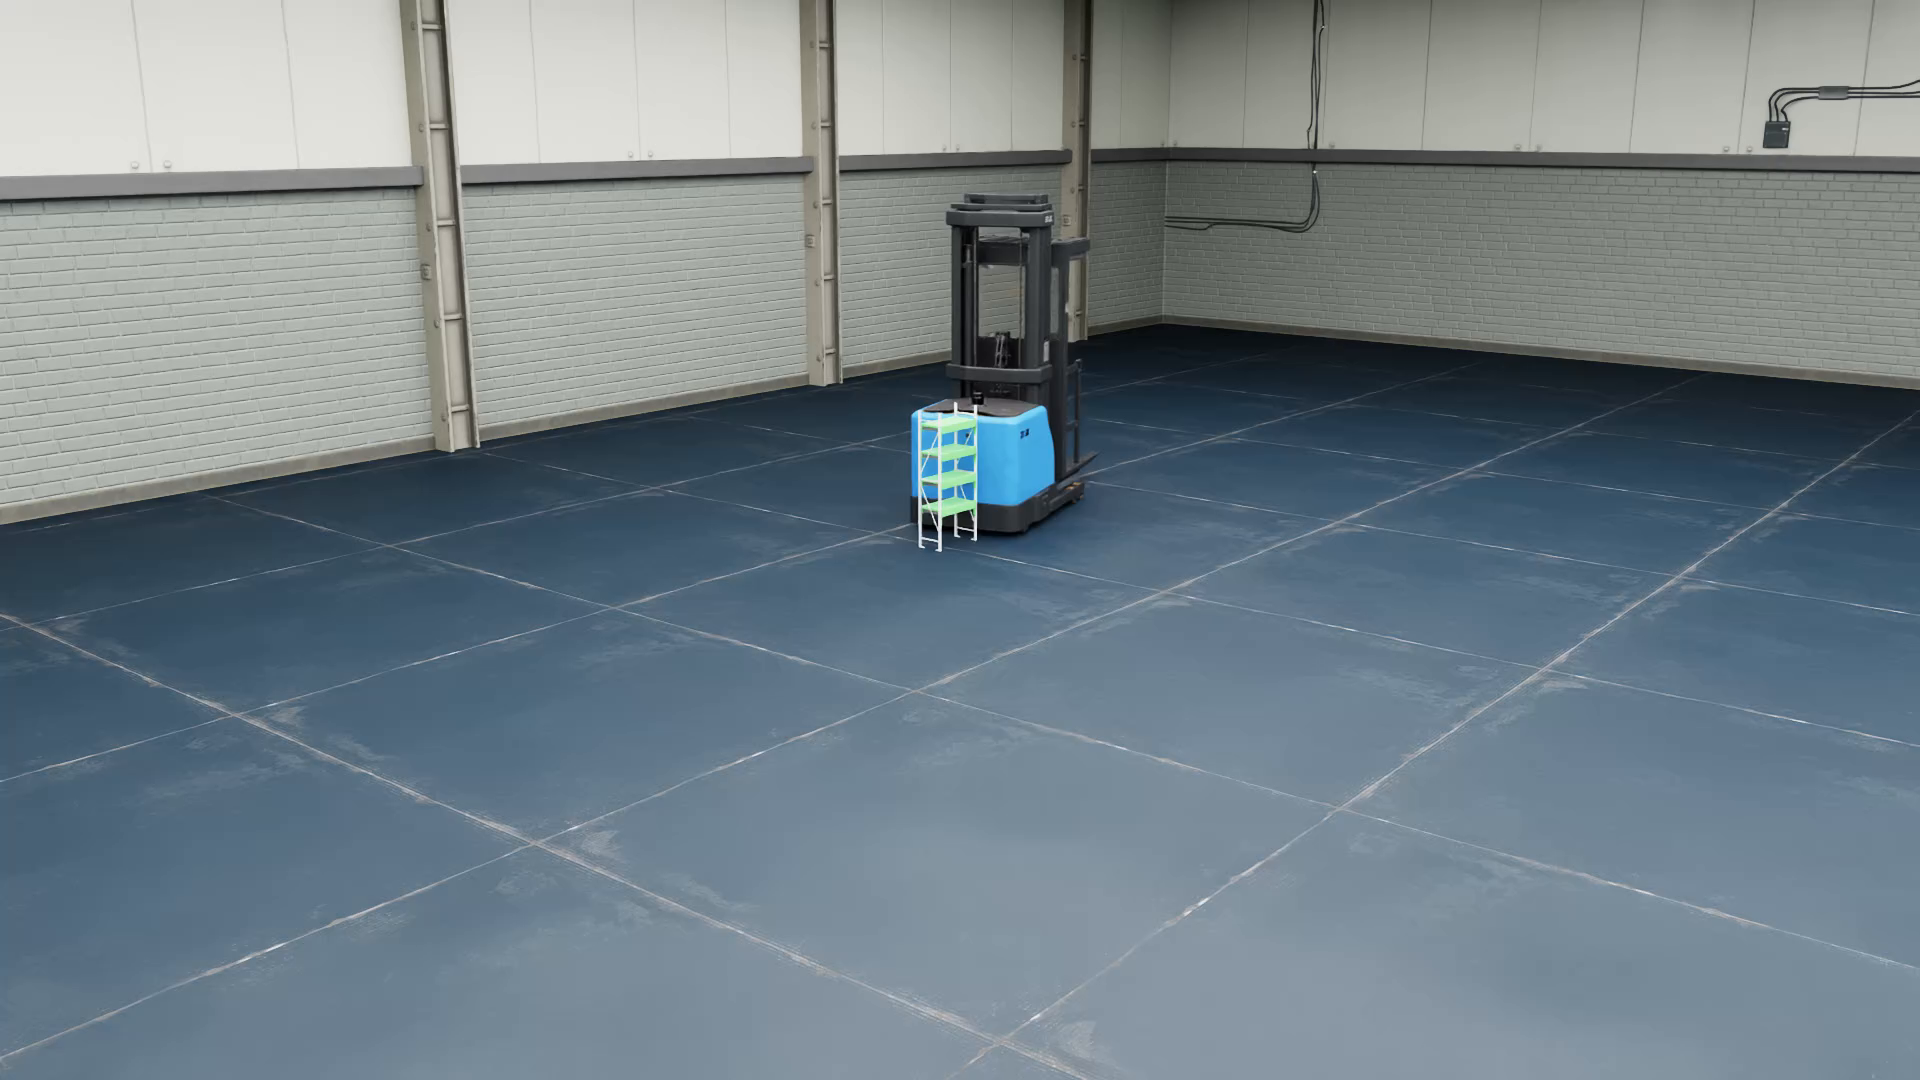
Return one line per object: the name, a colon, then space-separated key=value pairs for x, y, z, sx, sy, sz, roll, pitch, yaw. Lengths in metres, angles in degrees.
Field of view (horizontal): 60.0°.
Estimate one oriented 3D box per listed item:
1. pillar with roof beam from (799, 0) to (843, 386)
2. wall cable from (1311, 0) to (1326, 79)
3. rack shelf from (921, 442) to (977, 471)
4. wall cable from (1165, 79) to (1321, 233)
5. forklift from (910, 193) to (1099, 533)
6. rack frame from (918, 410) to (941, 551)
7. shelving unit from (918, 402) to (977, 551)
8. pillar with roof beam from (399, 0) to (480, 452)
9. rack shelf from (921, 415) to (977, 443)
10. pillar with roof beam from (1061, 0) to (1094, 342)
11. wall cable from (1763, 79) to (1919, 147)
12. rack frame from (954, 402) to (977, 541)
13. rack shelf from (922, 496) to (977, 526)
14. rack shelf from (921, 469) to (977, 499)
pillar with roof beam: x=1.468 y=-5.881 z=19.496 sx=9.100 sy=9.000 sz=0.400 roll=11 pitch=18 yaw=38
wall cable: x=6.874 y=-8.580 z=26.170 sx=3.097 sy=2.526 sz=0.112 roll=11 pitch=18 yaw=38
rack shelf: x=-0.104 y=-0.721 z=14.307 sx=0.258 sy=0.148 sz=0.480 roll=11 pitch=18 yaw=38
wall cable: x=4.770 y=-6.551 z=28.439 sx=3.097 sy=2.526 sz=0.112 roll=11 pitch=18 yaw=38
forklift: x=0.571 y=-1.803 z=15.768 sx=1.130 sy=2.935 sz=3.031 roll=6 pitch=15 yaw=21
rack frame: x=-0.257 y=-0.503 z=14.166 sx=0.240 sy=1.200 sz=0.015 roll=11 pitch=18 yaw=38
shelving unit: x=-0.104 y=-0.550 z=14.350 sx=0.258 sy=1.200 sz=0.503 roll=11 pitch=18 yaw=38
pillar with roof beam: x=-2.304 y=-4.732 z=14.973 sx=9.100 sy=9.000 sz=0.400 roll=11 pitch=18 yaw=38
rack shelf: x=-0.104 y=-0.953 z=14.248 sx=0.258 sy=0.148 sz=0.480 roll=11 pitch=18 yaw=38
pillar with roof beam: x=5.239 y=-7.030 z=24.019 sx=9.100 sy=9.000 sz=0.400 roll=11 pitch=18 yaw=38
wall cable: x=12.144 y=-8.232 z=21.843 sx=2.305 sy=6.003 sz=0.169 roll=11 pitch=18 yaw=38
rack frame: x=0.049 y=-0.597 z=14.534 sx=0.240 sy=1.200 sz=0.015 roll=11 pitch=18 yaw=38
rack shelf: x=-0.104 y=-0.255 z=14.425 sx=0.258 sy=0.148 sz=0.480 roll=11 pitch=18 yaw=38
rack shelf: x=-0.104 y=-0.488 z=14.366 sx=0.258 sy=0.148 sz=0.480 roll=11 pitch=18 yaw=38
